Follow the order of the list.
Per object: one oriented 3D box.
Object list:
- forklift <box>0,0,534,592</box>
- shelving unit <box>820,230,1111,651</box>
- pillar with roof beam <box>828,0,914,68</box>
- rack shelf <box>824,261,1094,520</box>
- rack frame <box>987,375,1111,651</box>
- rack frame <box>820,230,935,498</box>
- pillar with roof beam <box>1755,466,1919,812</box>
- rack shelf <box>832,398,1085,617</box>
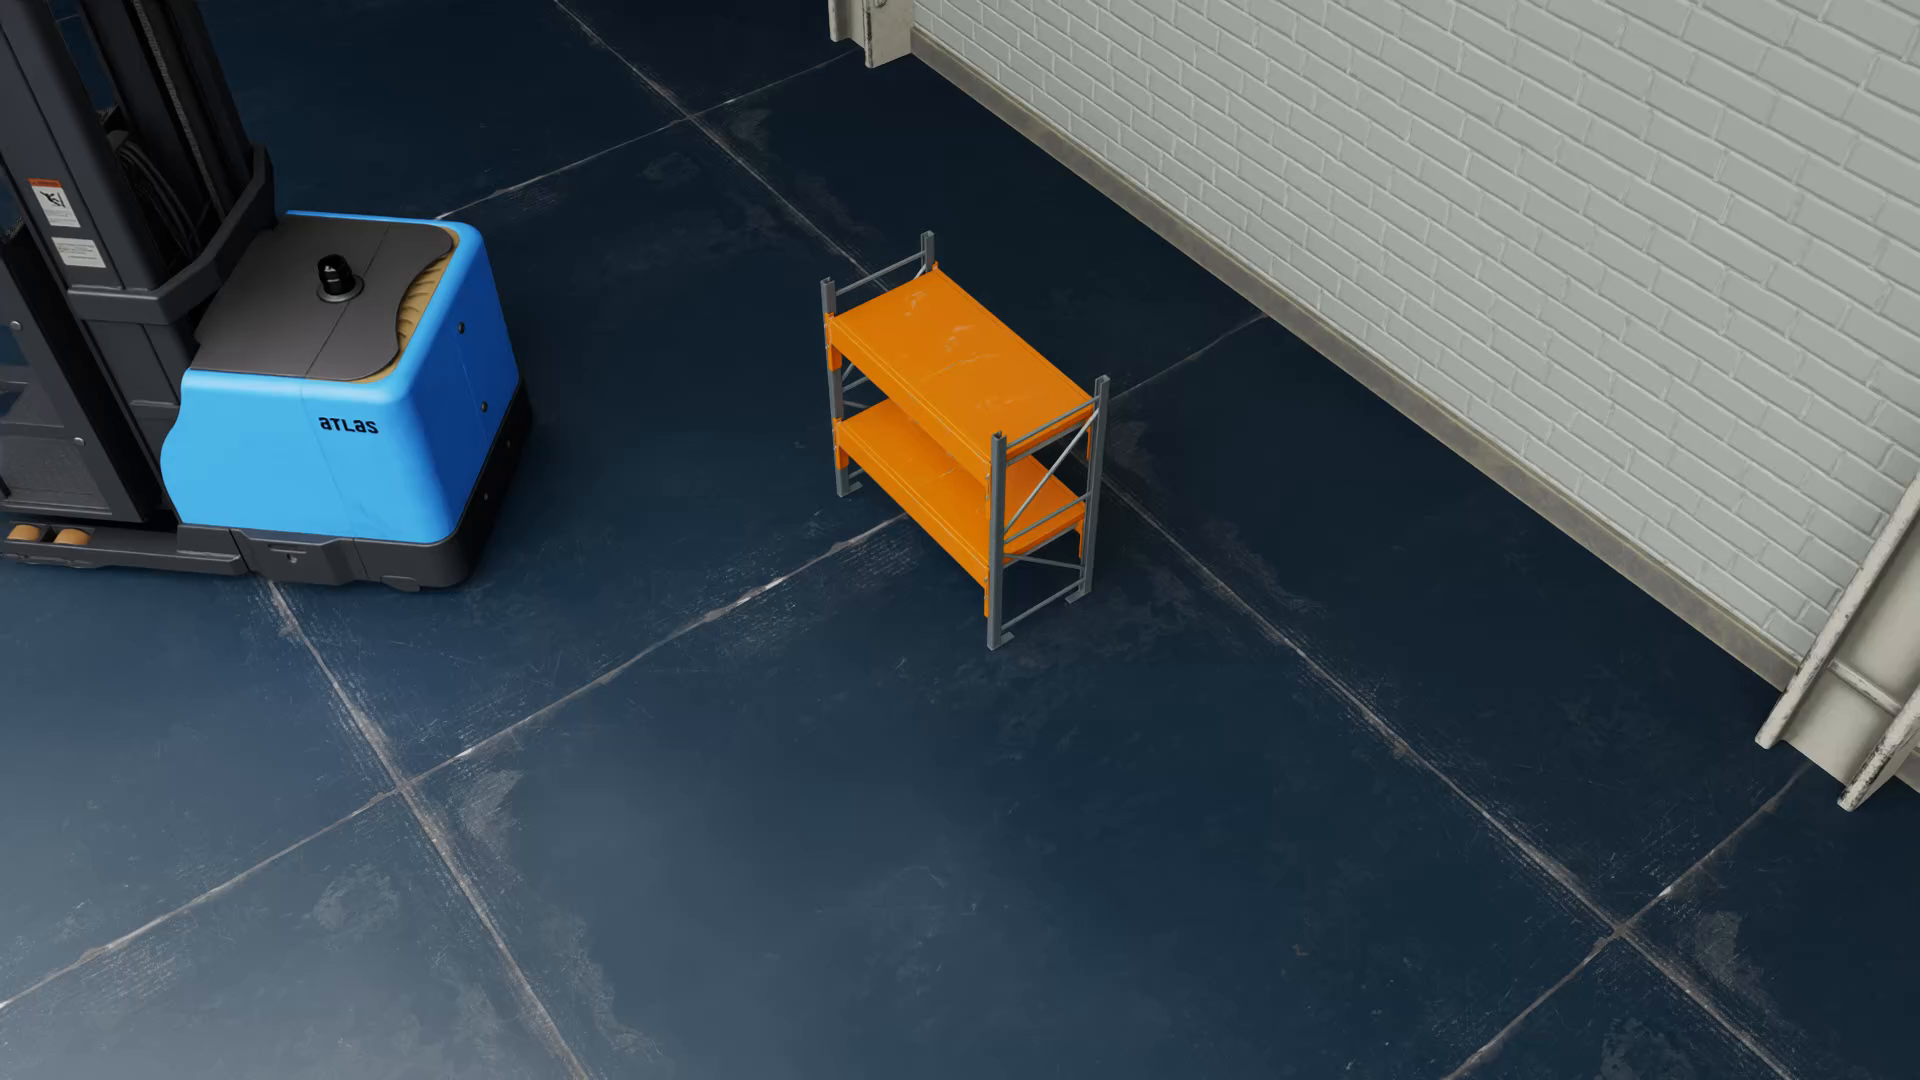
[{"bbox_3d":[-3.377,-1.256,5.909,3.031,2.935,1.130,5,48,4],"label":"forklift"},{"bbox_3d":[0.004,-0.374,6.328,0.538,1.125,1.048,-29,54,-24],"label":"shelving unit"},{"bbox_3d":[-3.912,-3.851,4.166,9.100,9.000,0.400,-29,54,-24],"label":"pillar with roof beam"},{"bbox_3d":[0.004,-0.570,6.112,0.538,0.278,1.000,-29,54,-24],"label":"rack shelf"},{"bbox_3d":[0.312,-0.074,6.057,0.500,1.125,0.032,-29,54,-24],"label":"rack frame"},{"bbox_3d":[-0.304,-0.674,6.600,0.500,1.125,0.032,-29,54,-24],"label":"rack frame"},{"bbox_3d":[-0.279,-0.313,0.958,9.100,9.000,0.400,-29,54,-24],"label":"pillar with roof beam"},{"bbox_3d":[0.004,-0.210,6.510,0.538,0.278,1.000,-29,54,-24],"label":"rack shelf"}]
